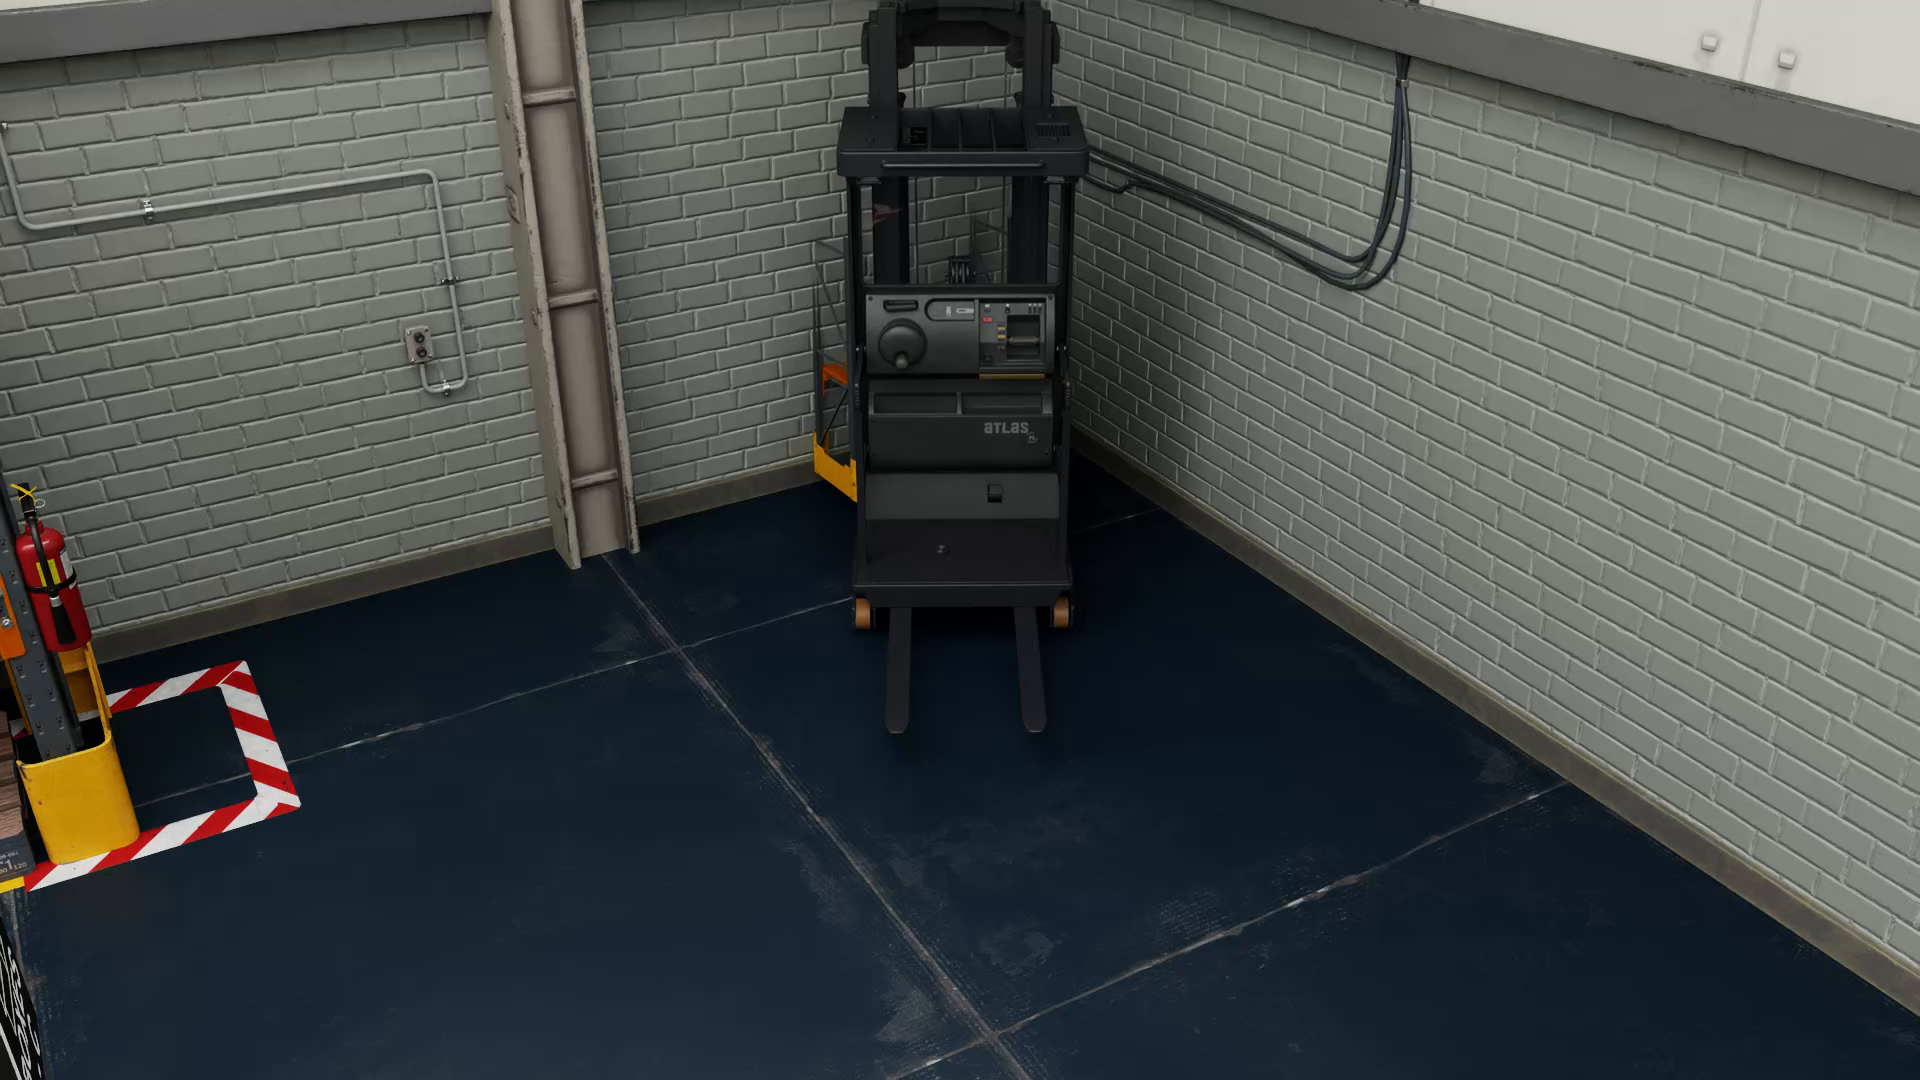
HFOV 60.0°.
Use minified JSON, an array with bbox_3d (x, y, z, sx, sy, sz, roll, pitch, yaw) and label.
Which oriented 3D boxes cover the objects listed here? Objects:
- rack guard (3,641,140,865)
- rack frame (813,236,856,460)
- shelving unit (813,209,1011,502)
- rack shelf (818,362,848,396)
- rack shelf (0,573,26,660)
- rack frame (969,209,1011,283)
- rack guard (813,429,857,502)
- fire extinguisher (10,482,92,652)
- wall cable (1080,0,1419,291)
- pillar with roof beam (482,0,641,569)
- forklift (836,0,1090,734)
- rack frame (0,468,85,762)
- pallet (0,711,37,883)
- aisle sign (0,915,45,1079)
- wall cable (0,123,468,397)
[{"bbox_3d":[-3.869,0.843,7.205,0.348,0.500,1.175,-16,33,-26],"label":"rack guard"},{"bbox_3d":[-0.708,-1.003,9.326,0.032,1.500,0.500,-13,26,-27],"label":"rack frame"},{"bbox_3d":[-0.257,-1.104,9.557,1.083,1.500,0.587,-13,26,-27],"label":"shelving unit"},{"bbox_3d":[-0.264,-0.937,9.625,1.000,0.185,0.538,-13,26,-27],"label":"rack shelf"},{"bbox_3d":[-5.614,0.559,5.877,4.000,0.370,1.077,-16,33,-26],"label":"rack shelf"},{"bbox_3d":[0.179,-1.201,9.780,0.032,1.500,0.500,-13,26,-27],"label":"rack frame"},{"bbox_3d":[-0.690,-0.434,9.583,0.087,0.250,0.587,-13,26,-27],"label":"rack guard"},{"bbox_3d":[-3.526,0.107,6.418,0.183,0.674,0.296,-16,33,-26],"label":"fire extinguisher"},{"bbox_3d":[1.168,-2.748,8.130,0.112,2.526,3.097,-16,33,-26],"label":"wall cable"},{"bbox_3d":[0.181,-2.100,3.742,0.400,9.000,9.100,-16,33,-26],"label":"pillar with roof beam"},{"bbox_3d":[0.008,-0.980,7.992,1.130,2.935,3.031,0,29,-1],"label":"forklift"},{"bbox_3d":[-3.890,-0.246,6.591,0.127,3.000,1.000,-16,33,-26],"label":"rack frame"},{"bbox_3d":[-4.539,1.204,6.851,1.213,0.211,1.003,-16,33,-26],"label":"pallet"},{"bbox_3d":[-1.467,0.540,2.477,0.004,0.787,0.394,-16,33,-26],"label":"aisle sign"},{"bbox_3d":[-3.265,-1.398,7.627,1.851,1.984,0.084,-16,33,-26],"label":"wall cable"}]
